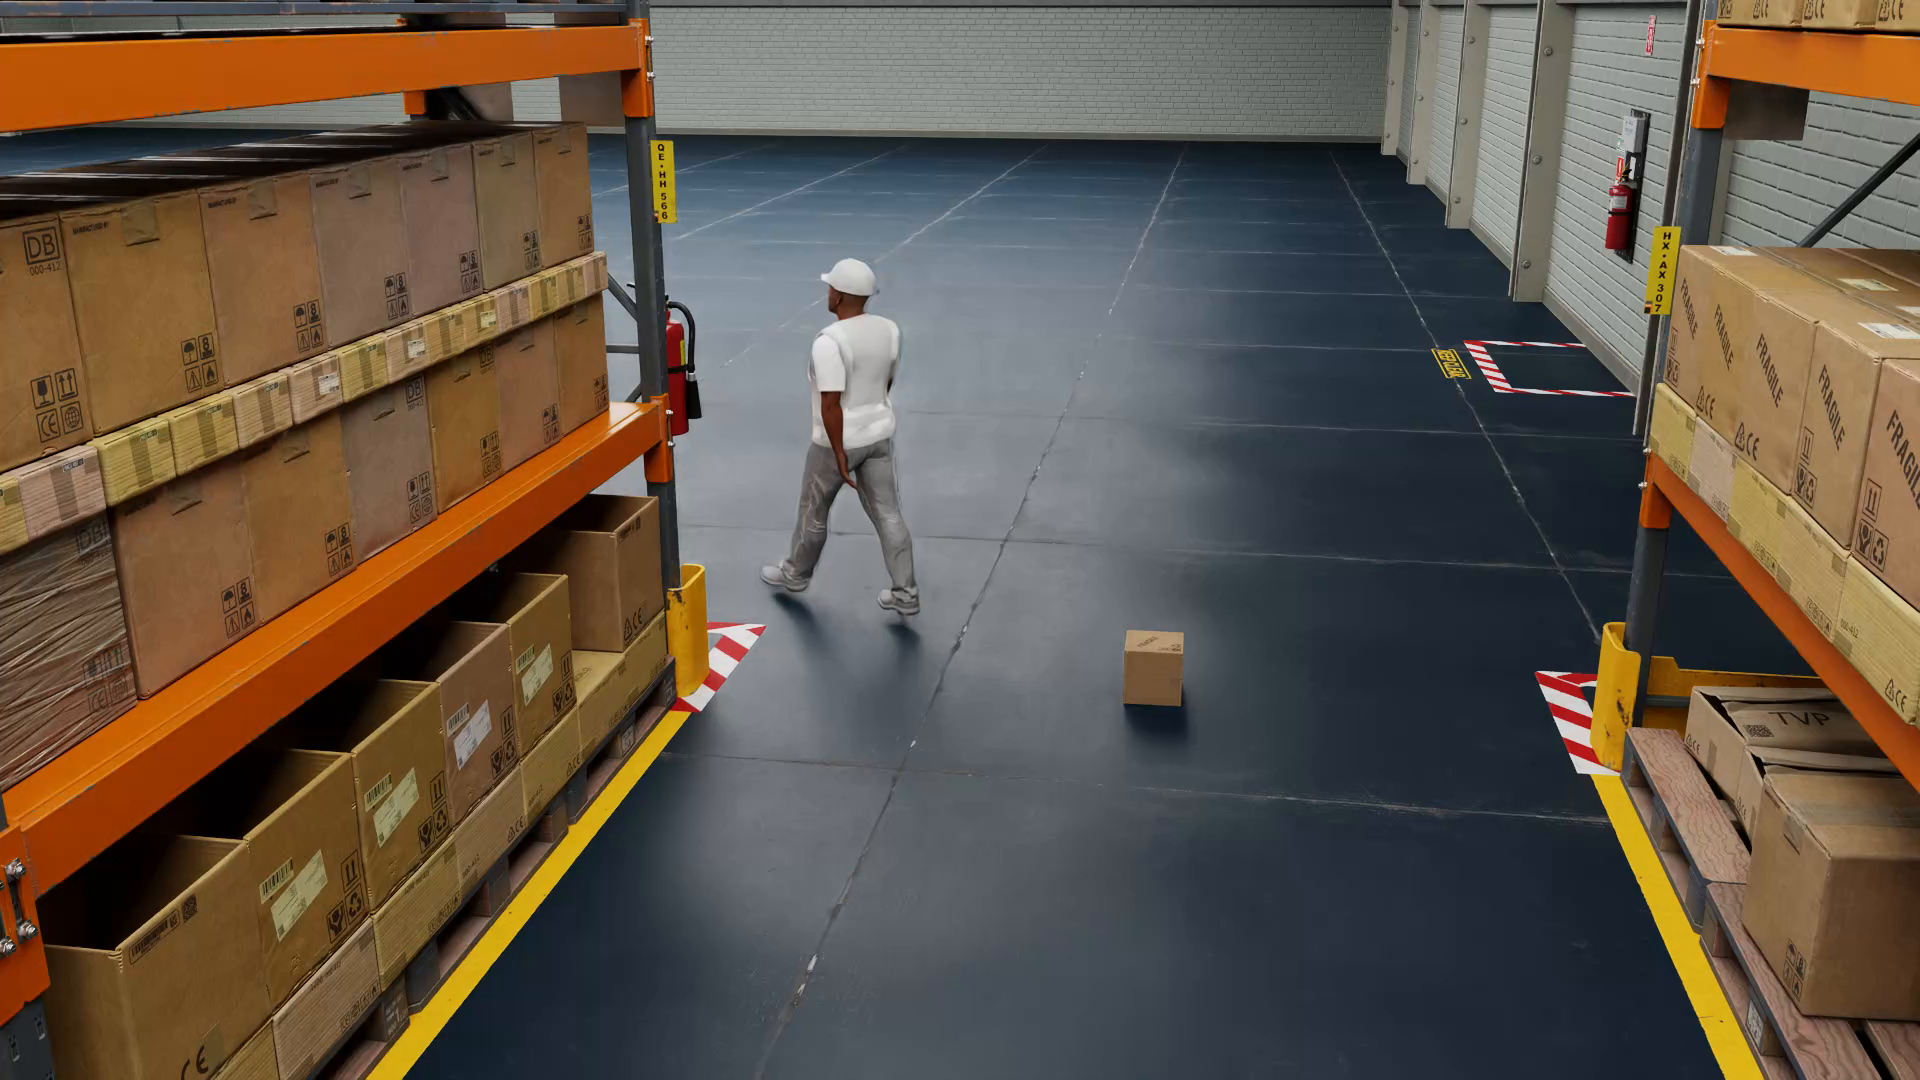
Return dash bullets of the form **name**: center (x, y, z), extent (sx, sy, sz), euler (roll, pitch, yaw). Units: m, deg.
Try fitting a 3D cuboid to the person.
- **person**: center (-0.571, -0.529, 8.131), extent (0.564, 1.708, 1.030), euler (-16, 24, -40)
